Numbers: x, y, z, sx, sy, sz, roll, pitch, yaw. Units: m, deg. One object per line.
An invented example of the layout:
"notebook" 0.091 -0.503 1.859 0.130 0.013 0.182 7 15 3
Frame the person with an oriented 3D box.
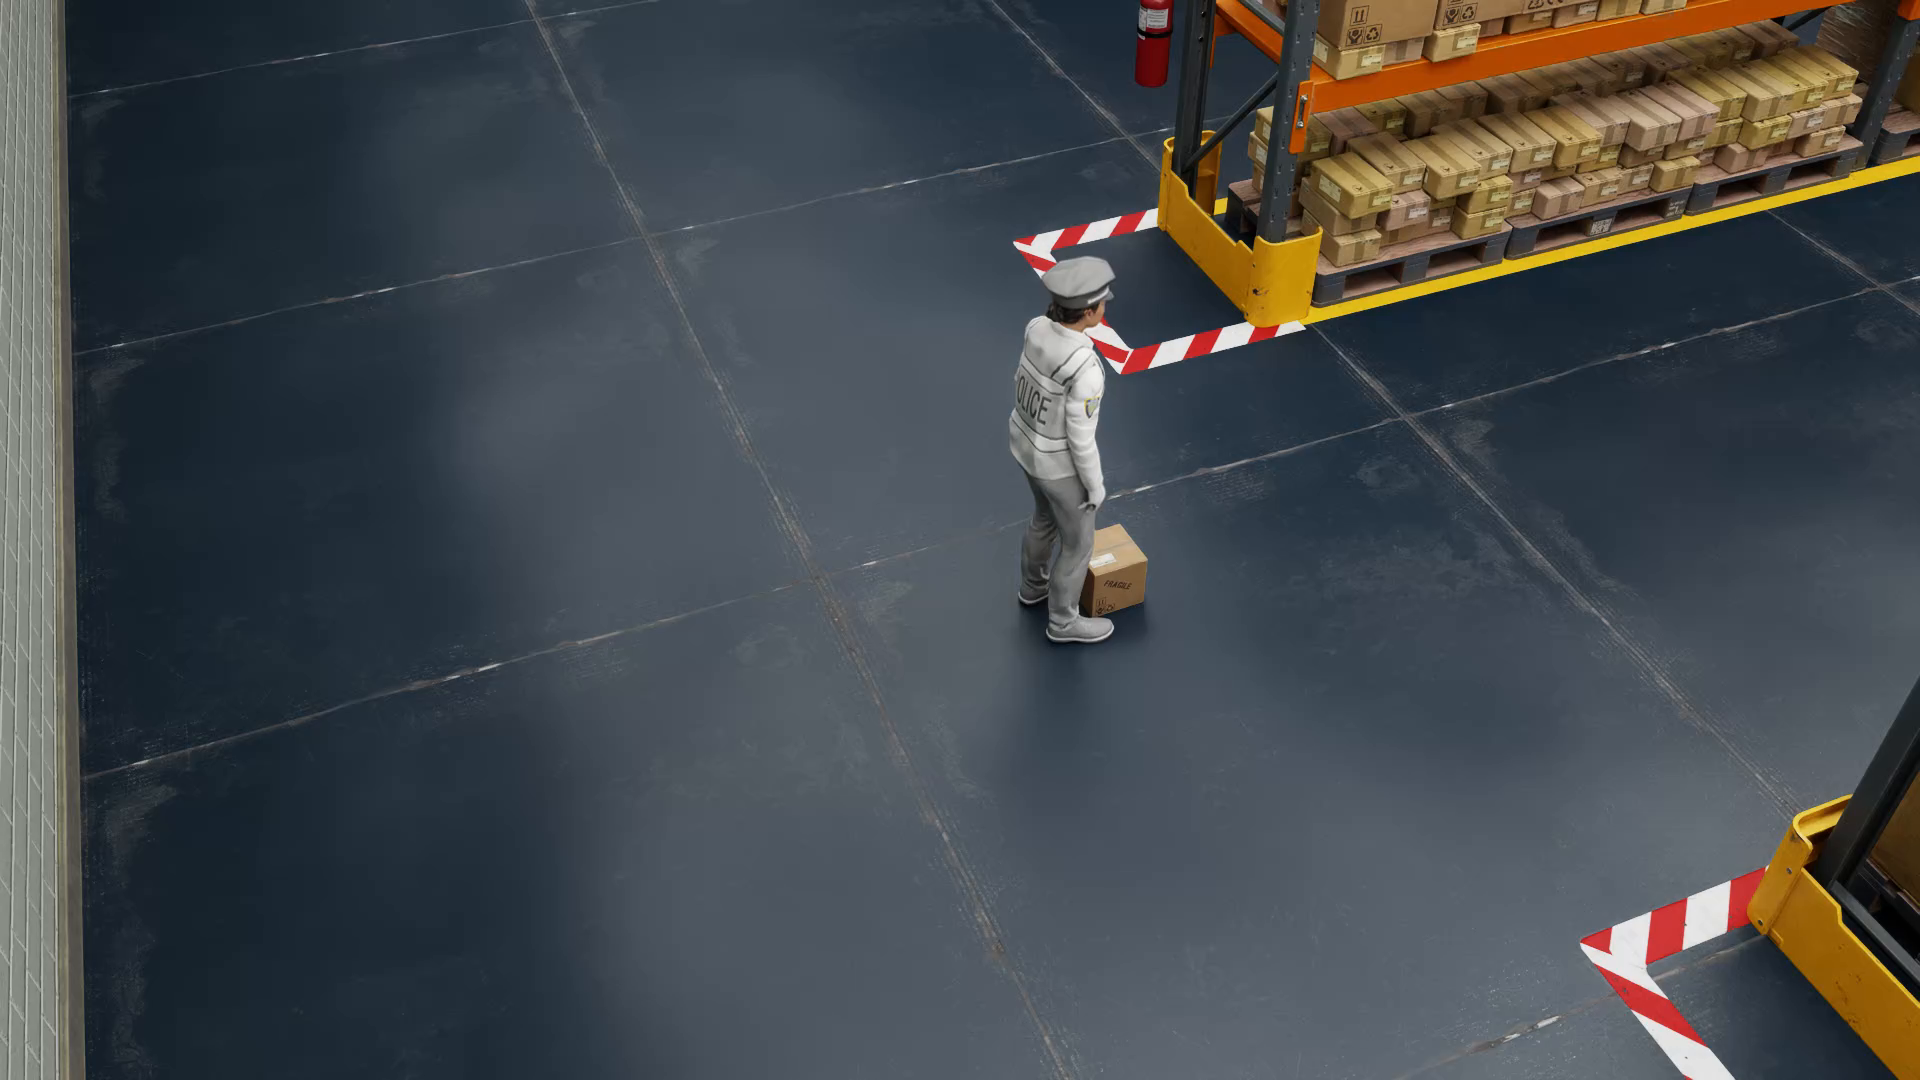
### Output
"person" 0.406 -0.327 6.520 0.373 1.664 0.528 -15 44 -16
